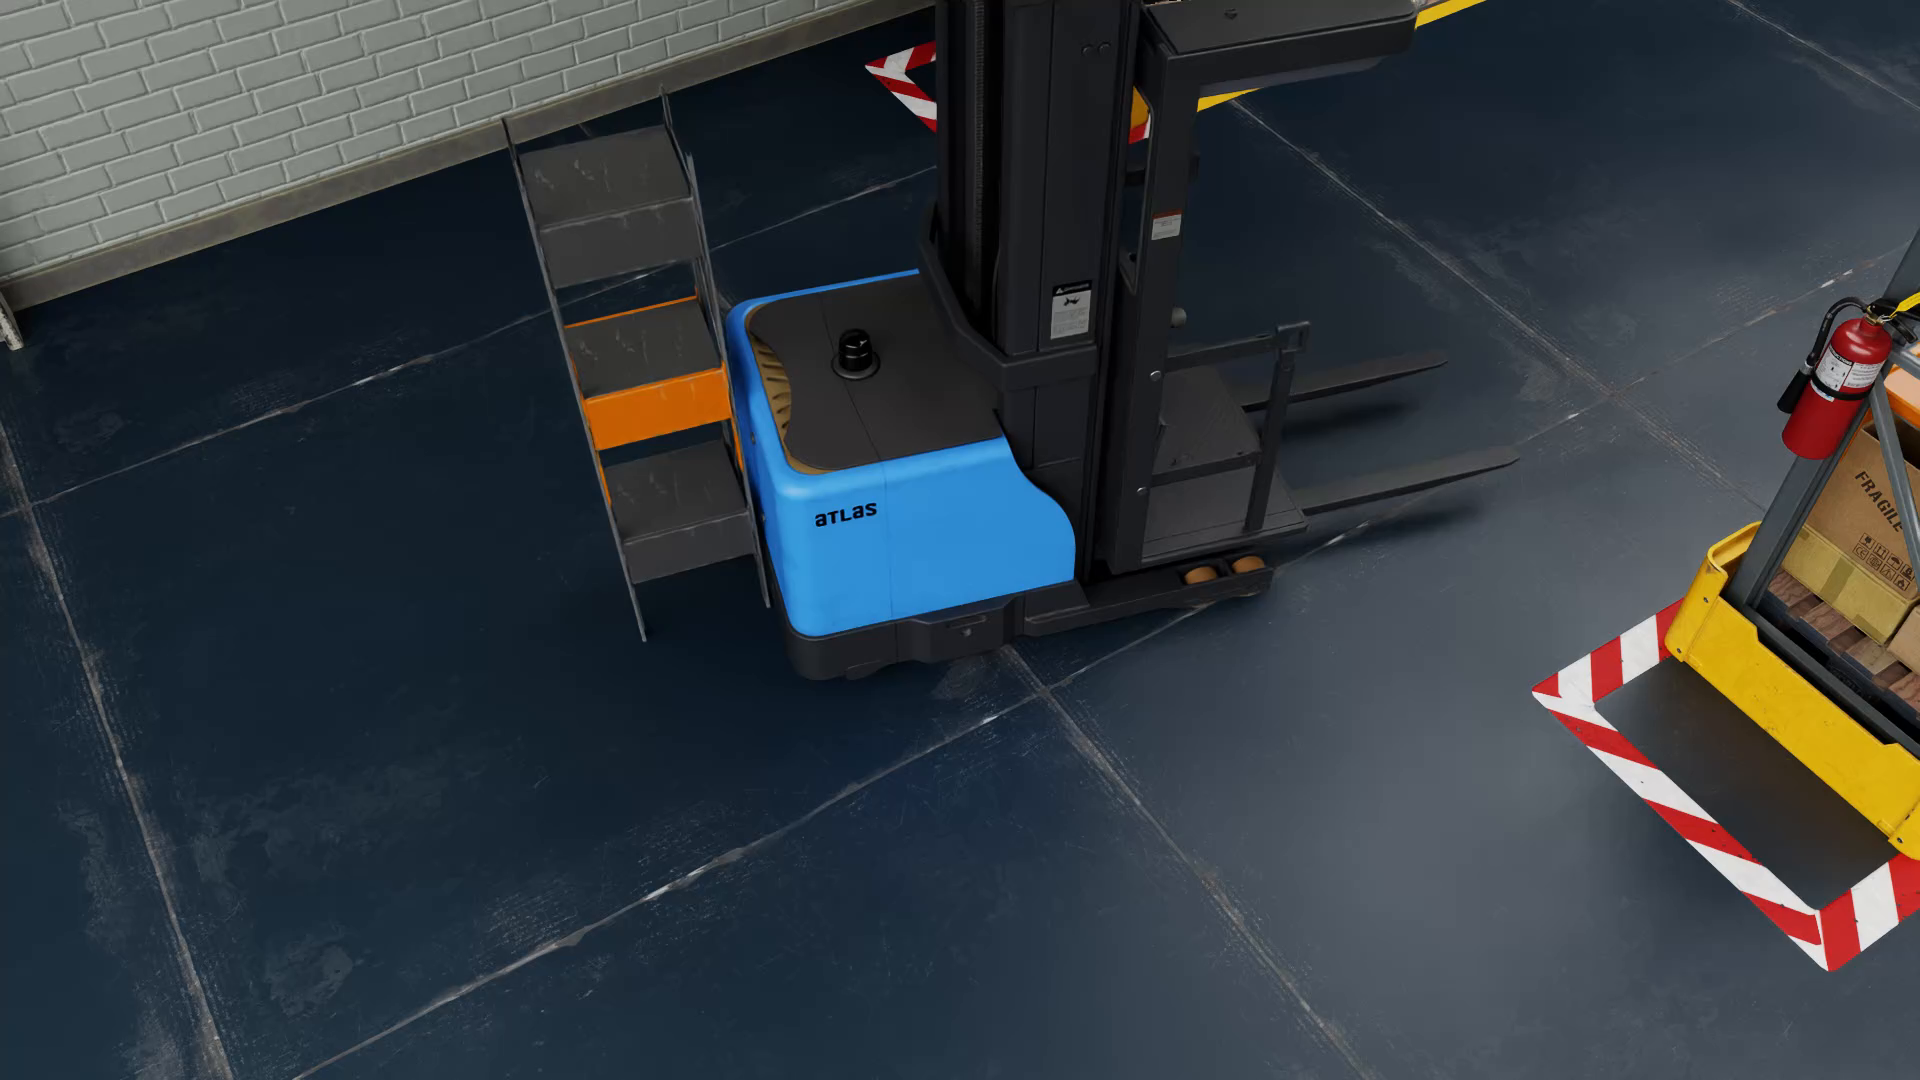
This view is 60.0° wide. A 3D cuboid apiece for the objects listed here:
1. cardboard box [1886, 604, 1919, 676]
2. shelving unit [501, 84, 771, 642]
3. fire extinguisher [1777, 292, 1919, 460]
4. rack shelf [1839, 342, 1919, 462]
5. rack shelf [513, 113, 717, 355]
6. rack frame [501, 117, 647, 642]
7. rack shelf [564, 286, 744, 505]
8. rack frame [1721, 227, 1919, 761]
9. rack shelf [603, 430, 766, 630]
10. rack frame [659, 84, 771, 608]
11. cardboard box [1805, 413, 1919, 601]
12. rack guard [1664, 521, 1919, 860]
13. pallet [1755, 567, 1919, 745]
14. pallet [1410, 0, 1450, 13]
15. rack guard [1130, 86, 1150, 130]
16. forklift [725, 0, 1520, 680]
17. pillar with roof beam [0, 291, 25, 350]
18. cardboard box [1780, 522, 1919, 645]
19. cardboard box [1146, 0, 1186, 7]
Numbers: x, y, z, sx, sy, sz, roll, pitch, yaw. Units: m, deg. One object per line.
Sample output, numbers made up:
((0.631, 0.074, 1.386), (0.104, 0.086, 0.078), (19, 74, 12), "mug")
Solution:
((3.712, 0.377, 5.911), (0.500, 0.250, 0.500), (-25, 53, -21), "cardboard box")
((-1.060, -0.507, 5.733), (0.503, 2.100, 0.431), (-15, 50, -11), "shelving unit")
((2.791, -0.545, 5.224), (0.183, 0.674, 0.296), (-25, 53, -21), "fire extinguisher")
((4.831, -0.882, 5.954), (4.000, 0.370, 1.077), (-25, 53, -21), "rack shelf")
((-1.077, -0.959, 5.217), (0.480, 0.518, 0.431), (-15, 50, -11), "rack shelf")
((-1.291, -0.444, 5.685), (0.015, 2.100, 0.400), (-15, 50, -11), "rack frame")
((-1.060, -0.498, 5.743), (0.480, 0.518, 0.431), (-15, 50, -11), "rack shelf")
((3.139, -0.324, 4.975), (0.127, 3.000, 1.000), (-25, 53, -21), "rack frame")
((-1.043, -0.037, 6.269), (0.480, 0.518, 0.431), (-15, 50, -11), "rack shelf")
((-0.829, -0.570, 5.780), (0.015, 2.100, 0.400), (-15, 50, -11), "rack frame")
((3.434, -0.200, 5.923), (0.500, 0.500, 0.500), (-25, 53, -21), "cardboard box")
((3.119, 0.517, 5.900), (0.348, 0.500, 1.175), (-25, 53, -21), "rack guard")
((3.764, 0.272, 6.312), (1.213, 0.211, 1.003), (-25, 53, -21), "pallet")
((2.294, -3.339, 9.527), (1.213, 0.211, 1.003), (-25, 53, -21), "pallet")
((0.557, -2.650, 8.721), (0.348, 0.500, 1.175), (-25, 53, -21), "rack guard")
((0.712, -1.082, 5.696), (3.031, 2.935, 1.130), (-12, 49, -11), "forklift")
((-2.154, -1.162, 1.704), (0.400, 9.000, 9.100), (-25, 53, -21), "pillar with roof beam")
((3.435, 0.050, 6.202), (0.500, 0.250, 0.500), (-25, 53, -21), "cardboard box")
((1.126, -2.922, 8.795), (0.500, 0.311, 0.500), (-31, 55, -25), "cardboard box")
